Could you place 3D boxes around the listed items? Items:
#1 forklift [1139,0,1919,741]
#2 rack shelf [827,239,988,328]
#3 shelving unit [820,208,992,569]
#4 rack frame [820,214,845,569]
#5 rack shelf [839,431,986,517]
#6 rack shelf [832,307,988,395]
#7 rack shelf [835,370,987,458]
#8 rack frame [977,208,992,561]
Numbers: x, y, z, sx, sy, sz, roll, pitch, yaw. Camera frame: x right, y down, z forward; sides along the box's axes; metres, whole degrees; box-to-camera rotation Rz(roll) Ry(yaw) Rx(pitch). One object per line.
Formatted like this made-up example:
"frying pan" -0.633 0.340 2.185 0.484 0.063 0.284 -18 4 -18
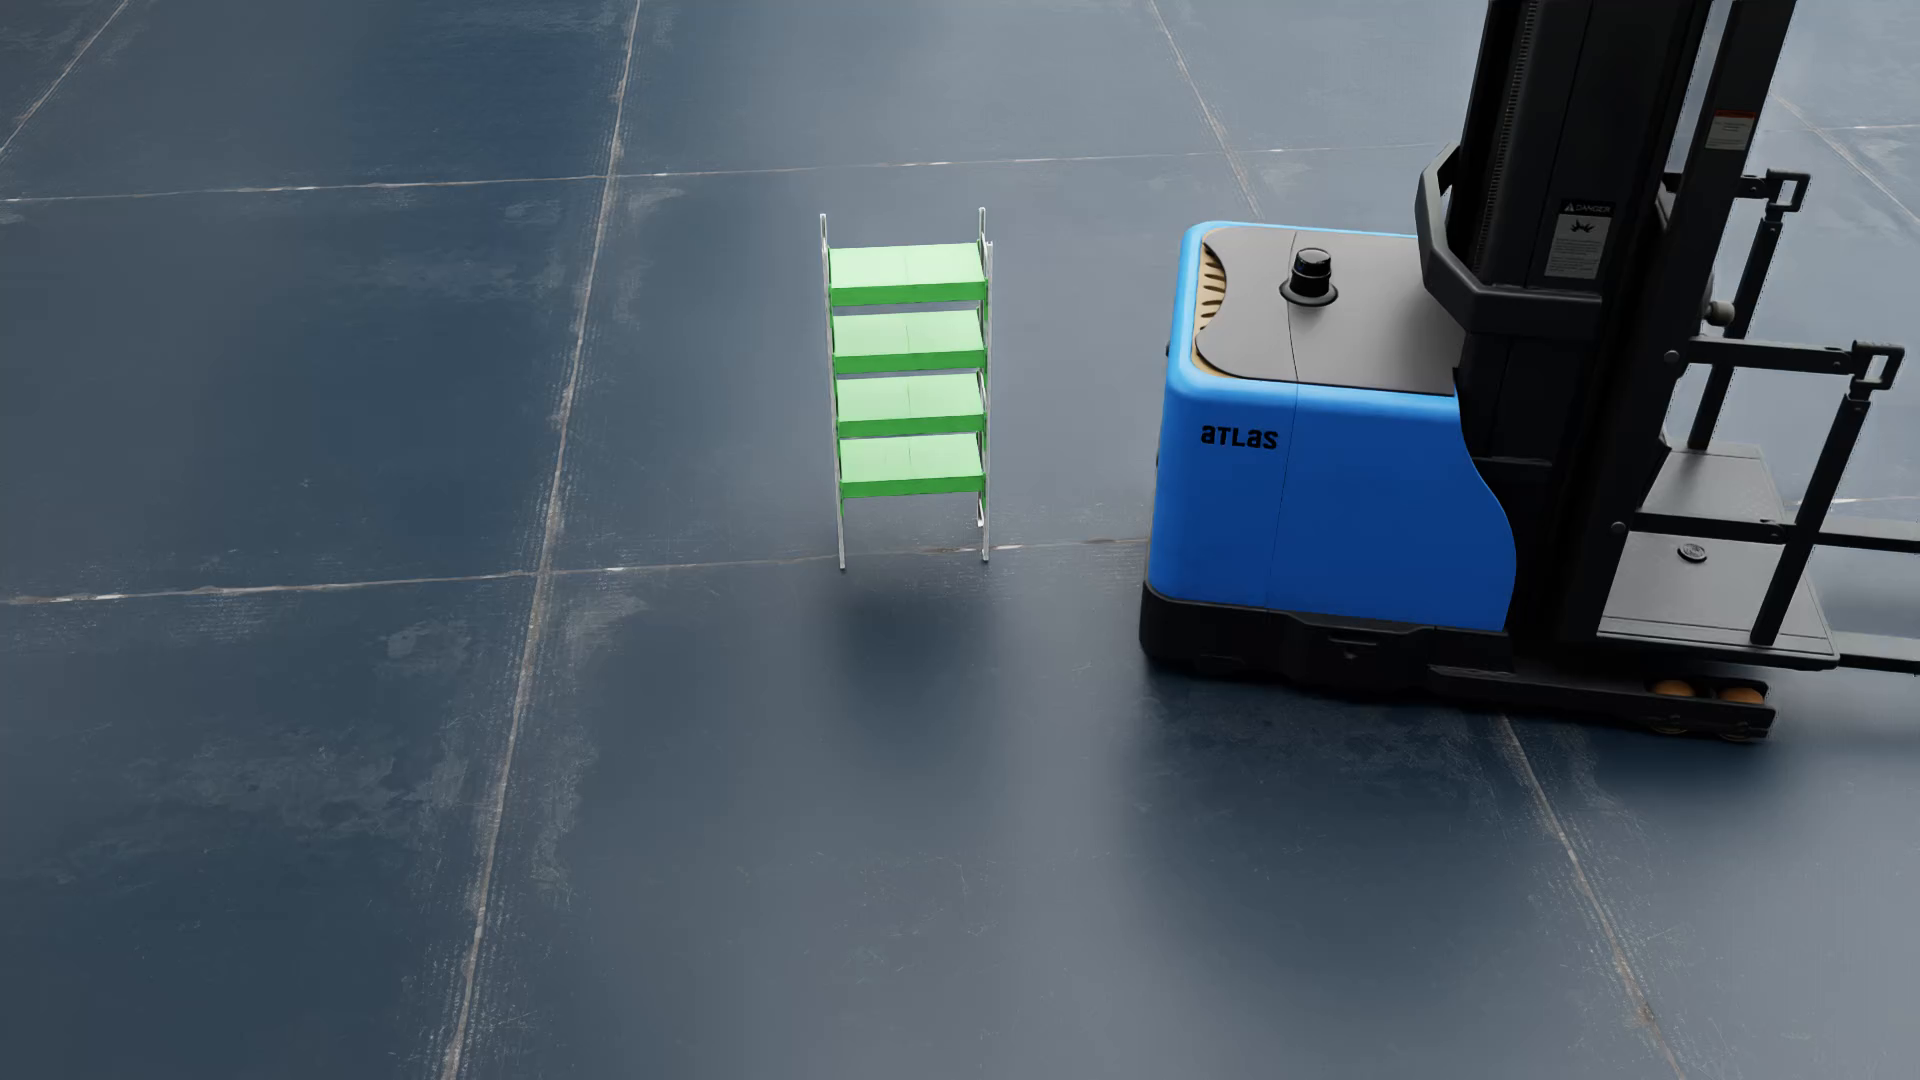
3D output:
"forklift" 2.127 -0.903 4.528 3.031 2.935 1.130 6 39 7
"rack shelf" -0.165 -0.789 5.109 0.480 0.148 0.258 -3 38 -4
"shelving unit" -0.165 -0.462 5.367 0.503 1.200 0.258 -3 38 -4
"rack frame" -0.408 -0.449 5.350 0.015 1.200 0.240 -3 38 -4
"rack shelf" -0.165 -0.223 5.555 0.480 0.148 0.258 -3 38 -4
"rack shelf" -0.165 -0.600 5.258 0.480 0.148 0.258 -3 38 -4
"rack shelf" -0.165 -0.412 5.406 0.480 0.148 0.258 -3 38 -4
"rack frame" 0.078 -0.475 5.384 0.015 1.200 0.240 -3 38 -4
